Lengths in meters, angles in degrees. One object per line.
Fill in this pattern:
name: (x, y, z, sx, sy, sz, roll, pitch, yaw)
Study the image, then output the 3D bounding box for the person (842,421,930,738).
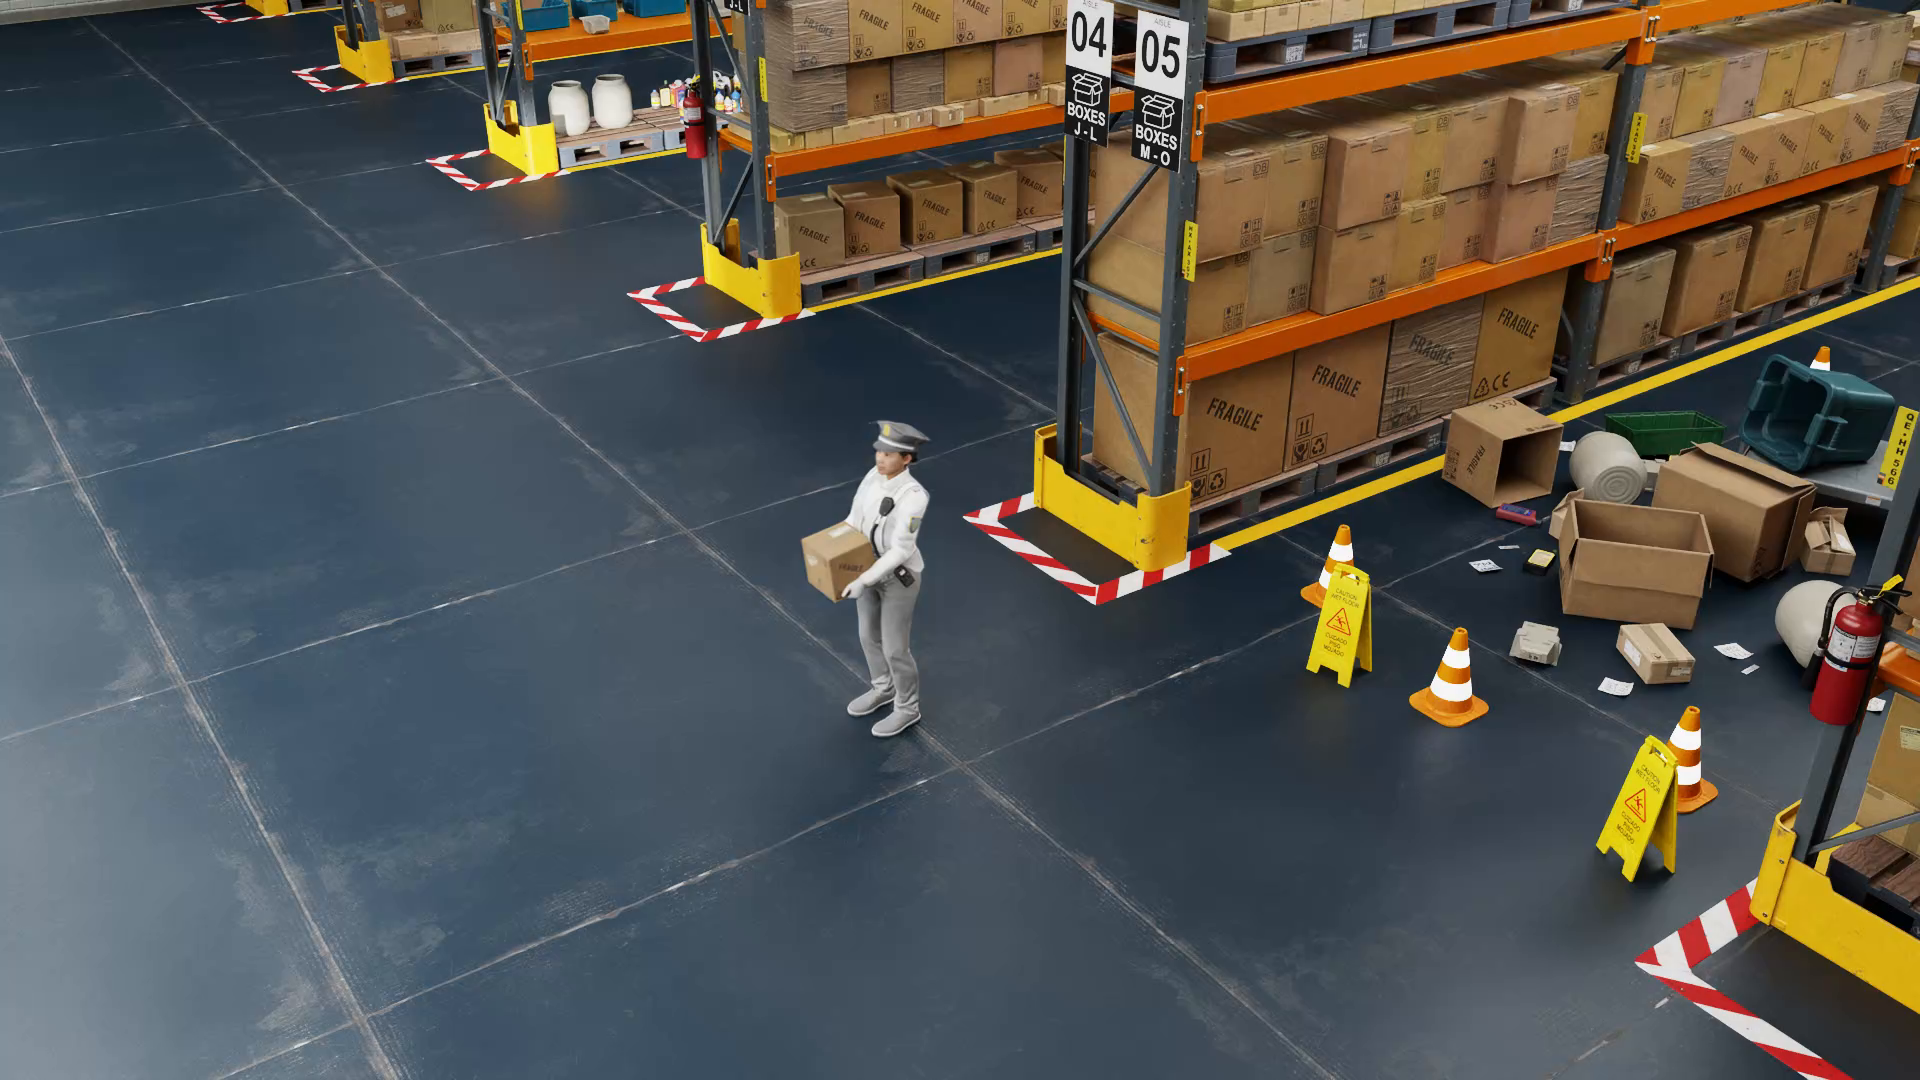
person: (-0.413, 0.195, 8.242, 0.556, 1.687, 0.460, -19, 34, -30)
